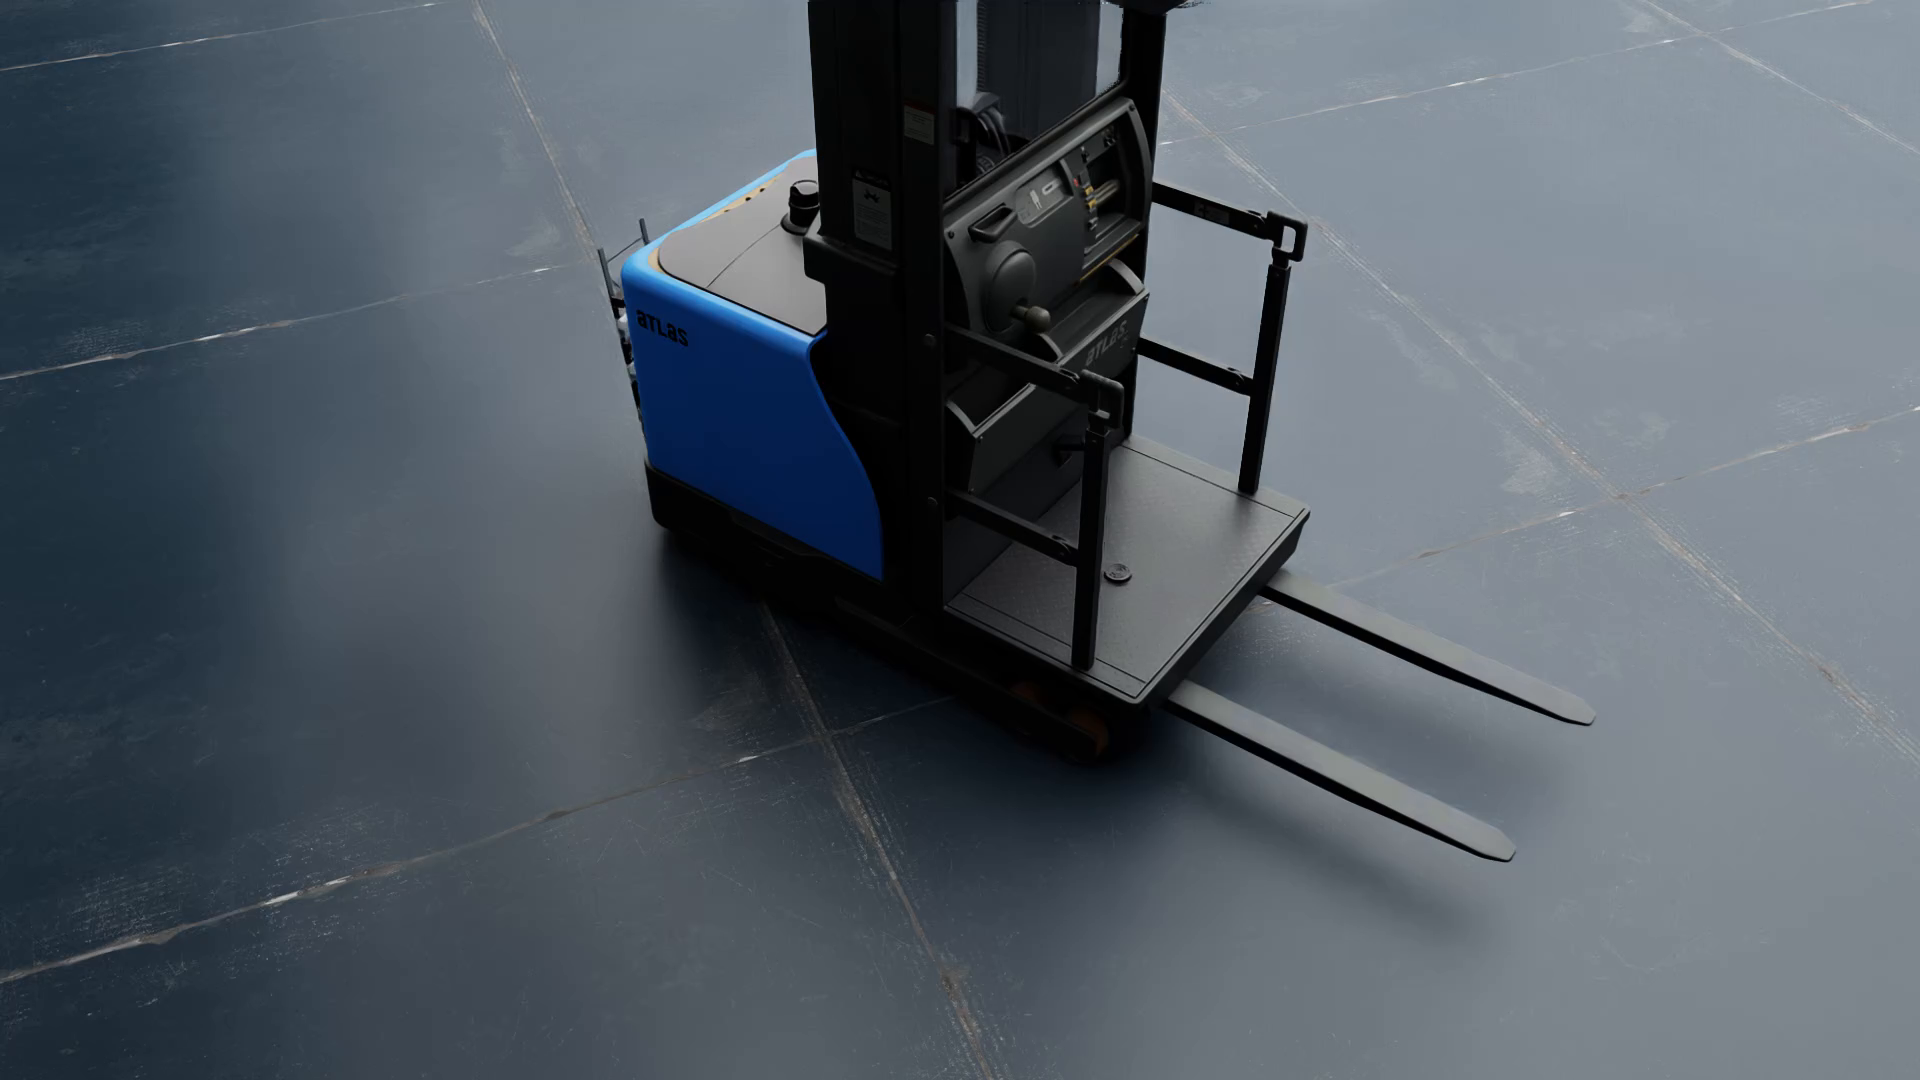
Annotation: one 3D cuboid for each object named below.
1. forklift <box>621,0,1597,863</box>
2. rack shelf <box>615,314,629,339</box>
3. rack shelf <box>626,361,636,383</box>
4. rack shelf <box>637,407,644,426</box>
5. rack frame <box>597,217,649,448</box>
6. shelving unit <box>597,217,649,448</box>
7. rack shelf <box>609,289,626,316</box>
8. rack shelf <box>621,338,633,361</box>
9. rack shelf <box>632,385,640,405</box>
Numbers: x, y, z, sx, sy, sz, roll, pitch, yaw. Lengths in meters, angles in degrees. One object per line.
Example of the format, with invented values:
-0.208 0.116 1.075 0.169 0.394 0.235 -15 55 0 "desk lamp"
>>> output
0.428 -0.843 4.482 3.031 2.935 1.130 25 47 26 "forklift"
-1.022 -0.765 5.712 0.200 0.077 0.258 16 43 26 "rack shelf"
-1.006 -0.623 5.822 0.200 0.077 0.258 16 43 26 "rack shelf"
-0.990 -0.481 5.932 0.200 0.077 0.258 16 43 26 "rack shelf"
-1.097 -0.674 5.846 0.006 0.900 0.240 16 43 26 "rack frame"
-1.009 -0.649 5.801 0.210 0.900 0.258 16 43 26 "shelving unit"
-1.030 -0.836 5.657 0.200 0.077 0.258 16 43 26 "rack shelf"
-1.014 -0.694 5.767 0.200 0.077 0.258 16 43 26 "rack shelf"
-0.998 -0.552 5.877 0.200 0.077 0.258 16 43 26 "rack shelf"
